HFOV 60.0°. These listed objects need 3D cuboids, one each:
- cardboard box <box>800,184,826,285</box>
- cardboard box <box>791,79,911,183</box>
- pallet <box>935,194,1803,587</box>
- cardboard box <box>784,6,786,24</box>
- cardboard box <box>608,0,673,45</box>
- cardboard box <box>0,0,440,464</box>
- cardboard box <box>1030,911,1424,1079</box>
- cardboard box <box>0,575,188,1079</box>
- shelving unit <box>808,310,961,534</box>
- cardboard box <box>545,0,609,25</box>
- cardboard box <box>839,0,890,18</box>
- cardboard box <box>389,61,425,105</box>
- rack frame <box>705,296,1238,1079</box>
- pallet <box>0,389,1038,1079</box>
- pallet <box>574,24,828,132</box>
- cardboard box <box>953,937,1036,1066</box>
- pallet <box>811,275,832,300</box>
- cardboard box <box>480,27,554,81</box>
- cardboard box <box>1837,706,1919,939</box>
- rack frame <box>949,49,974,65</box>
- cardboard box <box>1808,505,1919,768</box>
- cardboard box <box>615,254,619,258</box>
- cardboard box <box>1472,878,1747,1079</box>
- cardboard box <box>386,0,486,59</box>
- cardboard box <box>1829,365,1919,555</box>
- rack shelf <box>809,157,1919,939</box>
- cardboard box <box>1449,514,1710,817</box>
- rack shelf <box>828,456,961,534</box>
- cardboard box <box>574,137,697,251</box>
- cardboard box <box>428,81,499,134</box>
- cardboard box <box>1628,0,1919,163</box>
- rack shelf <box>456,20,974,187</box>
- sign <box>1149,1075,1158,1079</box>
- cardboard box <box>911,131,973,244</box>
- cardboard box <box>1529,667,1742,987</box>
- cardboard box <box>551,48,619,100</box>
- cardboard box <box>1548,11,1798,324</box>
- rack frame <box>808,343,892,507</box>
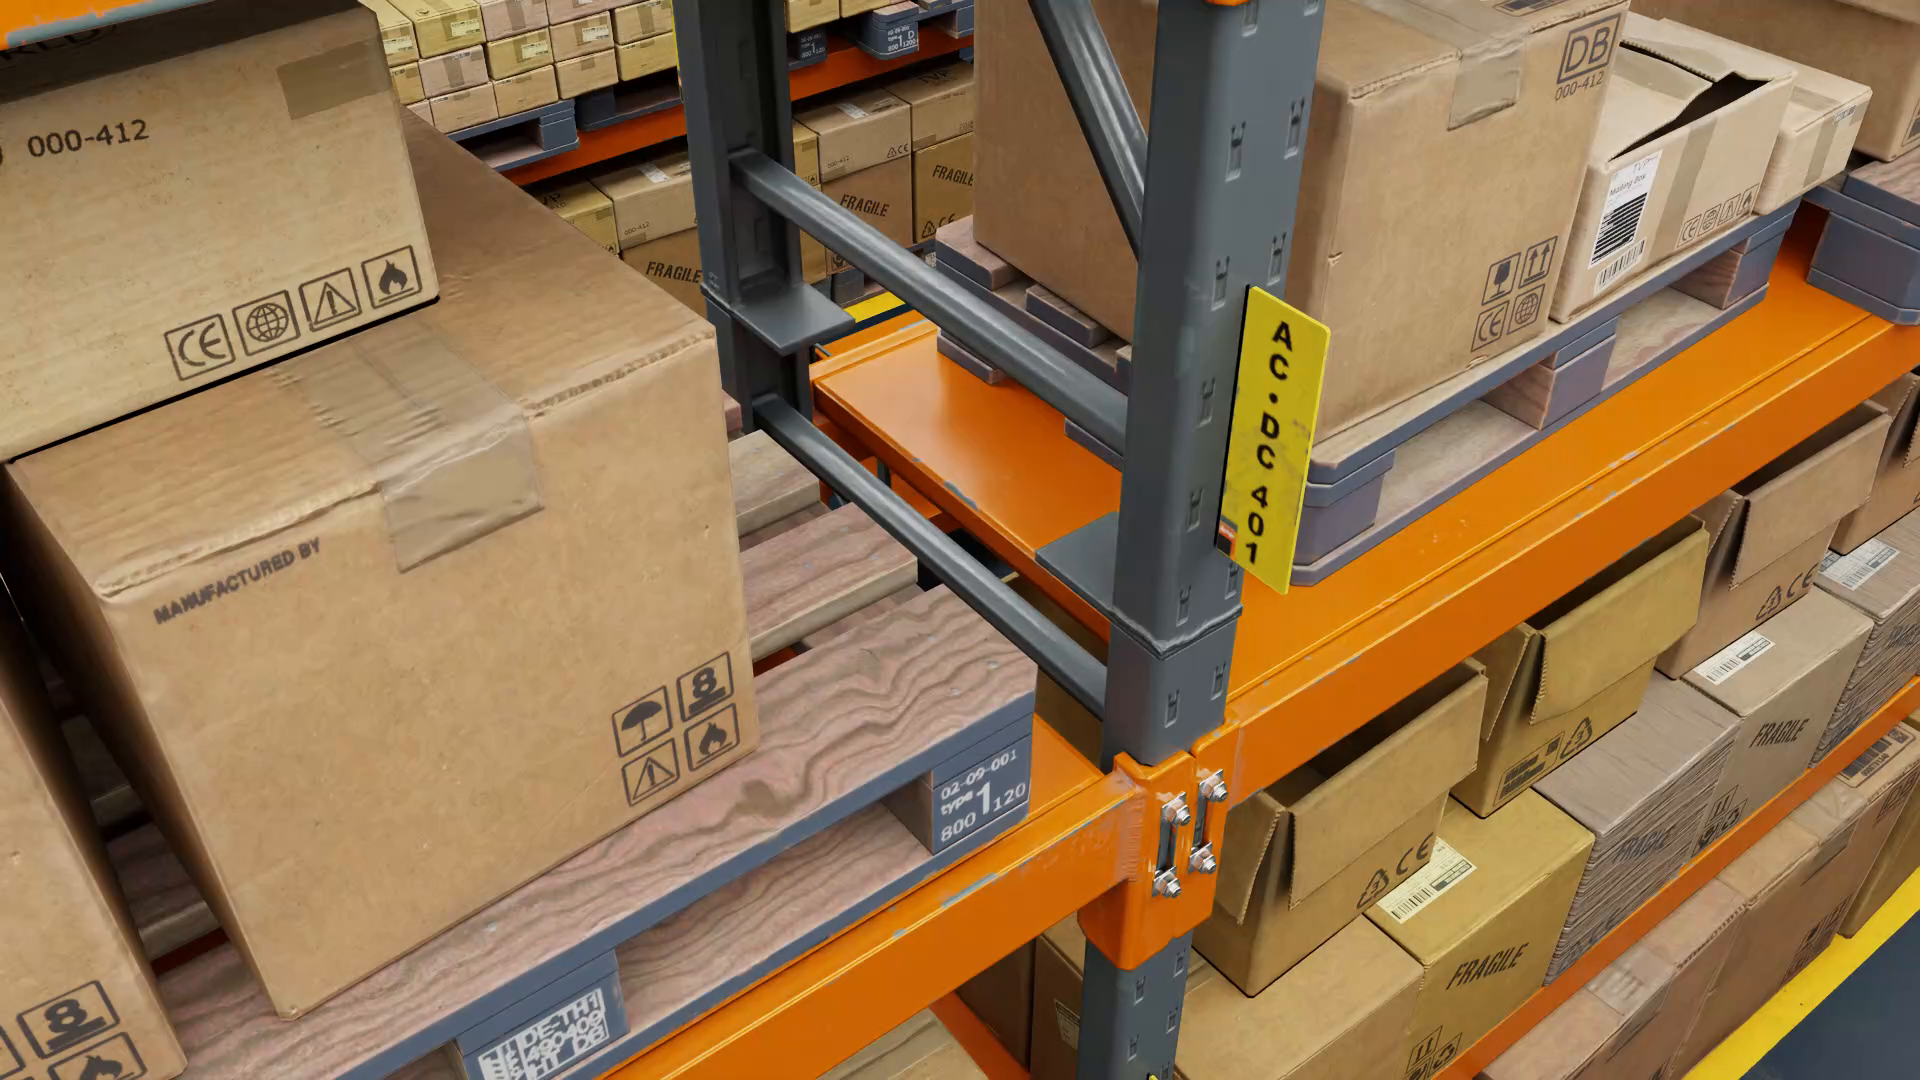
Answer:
[{"bbox_3d":[-0.986,-1.459,7.803,0.500,0.500,0.500,-28,47,-30],"label":"cardboard box"},{"bbox_3d":[-0.577,-1.949,7.809,0.500,0.250,0.500,-25,46,-28],"label":"cardboard box"},{"bbox_3d":[0.667,-0.446,2.714,1.217,0.209,0.805,-28,47,-30],"label":"pallet"},{"bbox_3d":[-0.932,-2.210,6.946,0.250,0.149,0.380,-25,45,-27],"label":"cardboard box"},{"bbox_3d":[-1.342,-2.125,6.608,0.250,0.149,0.380,-27,46,-29],"label":"cardboard box"},{"bbox_3d":[-0.780,-0.310,1.317,0.500,0.250,0.500,-29,48,-31],"label":"cardboard box"},{"bbox_3d":[0.487,0.929,3.174,0.500,0.500,0.500,-26,46,-28],"label":"cardboard box"},{"bbox_3d":[-1.043,0.158,1.338,0.500,0.500,0.700,-24,45,-26],"label":"cardboard box"},{"bbox_3d":[-0.005,-0.432,6.390,1.048,1.125,0.538,-26,46,-28],"label":"shelving unit"},{"bbox_3d":[-1.555,-2.133,6.383,0.250,0.149,0.380,-26,46,-28],"label":"cardboard box"},{"bbox_3d":[-0.513,-2.414,7.195,0.250,0.149,0.380,-27,46,-29],"label":"cardboard box"},{"bbox_3d":[-2.175,-1.716,6.110,0.250,0.149,0.380,-27,46,-29],"label":"cardboard box"},{"bbox_3d":[-0.030,1.019,3.142,0.127,3.000,1.000,-26,46,-28],"label":"rack frame"},{"bbox_3d":[-0.685,0.205,1.840,1.213,0.211,1.003,-26,46,-28],"label":"pallet"},{"bbox_3d":[-1.345,-2.200,7.218,1.213,0.211,1.003,-26,46,-28],"label":"pallet"},{"bbox_3d":[0.174,0.663,3.498,0.500,0.500,0.500,-26,46,-28],"label":"cardboard box"},{"bbox_3d":[-1.388,-1.212,8.061,1.213,0.211,1.003,-26,46,-28],"label":"pallet"},{"bbox_3d":[-1.765,-1.917,6.354,0.250,0.149,0.380,-28,47,-30],"label":"cardboard box"},{"bbox_3d":[2.582,0.389,5.255,0.875,0.875,1.225,-28,47,-30],"label":"cardboard box"},{"bbox_3d":[0.199,-3.060,8.115,0.127,3.000,1.000,-26,46,-28],"label":"rack frame"},{"bbox_3d":[2.093,0.142,4.133,0.500,0.500,0.500,-28,47,-29],"label":"cardboard box"},{"bbox_3d":[-1.806,-1.067,7.326,0.500,0.500,0.500,-24,45,-26],"label":"cardboard box"},{"bbox_3d":[1.173,1.075,4.418,0.875,0.875,1.225,-28,47,-29],"label":"cardboard box"},{"bbox_3d":[-1.957,-1.939,6.146,0.250,0.149,0.380,-26,46,-28],"label":"cardboard box"},{"bbox_3d":[2.034,-0.428,4.037,0.637,0.503,0.797,-25,45,-27],"label":"cardboard box"},{"bbox_3d":[1.556,-0.635,3.361,4.000,0.370,1.077,-26,46,-28],"label":"rack shelf"},{"bbox_3d":[1.023,0.082,3.415,0.637,0.503,0.797,-25,46,-28],"label":"cardboard box"},{"bbox_3d":[-0.005,-0.243,6.545,1.000,0.278,0.538,-26,46,-28],"label":"rack shelf"},{"bbox_3d":[-1.398,-1.555,7.328,0.500,0.250,0.500,-24,45,-27],"label":"cardboard box"},{"bbox_3d":[-1.963,-1.705,6.330,0.250,0.149,0.380,-26,46,-28],"label":"cardboard box"},{"bbox_3d":[1.535,-1.088,2.934,0.637,0.503,0.797,-27,46,-29],"label":"cardboard box"},{"bbox_3d":[-1.386,-2.009,7.401,4.000,0.370,1.077,-26,46,-28],"label":"rack shelf"},{"bbox_3d":[0.309,0.933,2.503,0.005,0.325,0.100,-26,46,-28],"label":"sign"},{"bbox_3d":[-0.163,-1.870,8.304,0.500,0.500,0.500,-26,46,-28],"label":"cardboard box"},{"bbox_3d":[1.282,0.541,3.647,0.500,0.500,0.500,-27,46,-29],"label":"cardboard box"},{"bbox_3d":[-1.562,-1.900,6.568,0.250,0.149,0.380,-28,47,-30],"label":"cardboard box"},{"bbox_3d":[0.895,-0.647,2.548,0.500,0.311,0.500,-28,47,-29],"label":"cardboard box"},{"bbox_3d":[-0.408,-0.236,6.151,0.032,1.125,0.500,-26,46,-28],"label":"rack frame"}]
